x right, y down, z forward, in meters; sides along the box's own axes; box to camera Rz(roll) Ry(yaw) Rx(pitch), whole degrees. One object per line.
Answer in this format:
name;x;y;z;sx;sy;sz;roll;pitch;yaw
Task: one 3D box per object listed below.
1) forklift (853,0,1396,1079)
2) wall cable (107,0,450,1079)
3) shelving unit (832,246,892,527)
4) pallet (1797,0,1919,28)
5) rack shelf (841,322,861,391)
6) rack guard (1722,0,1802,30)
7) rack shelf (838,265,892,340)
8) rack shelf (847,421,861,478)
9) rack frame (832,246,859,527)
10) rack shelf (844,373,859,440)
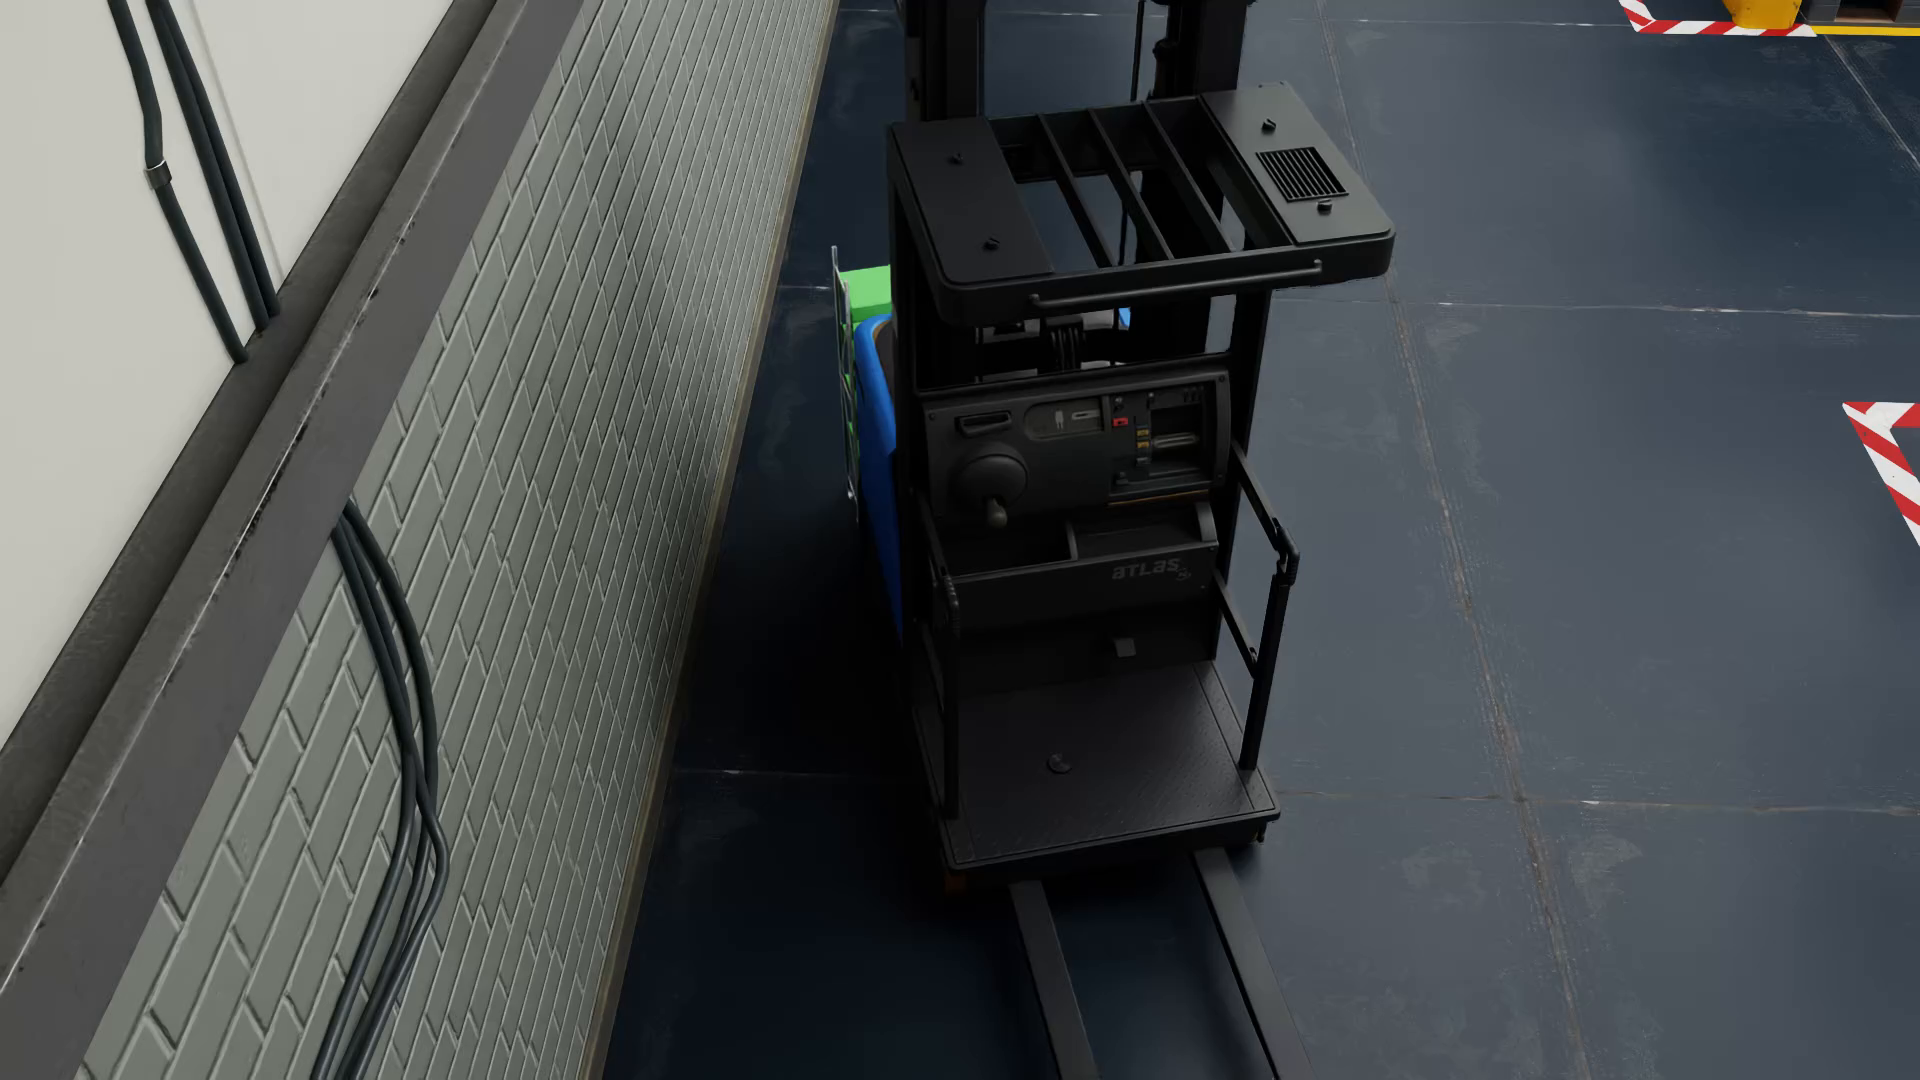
forklift;0.402;-0.185;4.799;1.130;2.935;3.031;-8;44;-9
wall cable;-1.144;0.673;1.703;0.112;2.526;3.097;2;43;2
shelving unit;-0.202;-0.614;6.529;0.503;1.200;0.258;-10;44;-11
pallet;5.758;-3.525;10.379;1.213;0.211;1.003;2;43;2
rack shelf;-0.202;-0.743;6.409;0.480;0.148;0.258;-10;44;-11
rack guard;4.912;-3.674;10.327;0.348;0.500;1.175;2;43;2
rack shelf;-0.202;-0.919;6.245;0.480;0.148;0.258;-10;44;-11
rack shelf;-0.202;-0.392;6.736;0.480;0.148;0.258;-10;44;-11
rack frame;-0.438;-0.571;6.483;0.015;1.200;0.240;-10;44;-11
rack shelf;-0.202;-0.567;6.573;0.480;0.148;0.258;-10;44;-11
